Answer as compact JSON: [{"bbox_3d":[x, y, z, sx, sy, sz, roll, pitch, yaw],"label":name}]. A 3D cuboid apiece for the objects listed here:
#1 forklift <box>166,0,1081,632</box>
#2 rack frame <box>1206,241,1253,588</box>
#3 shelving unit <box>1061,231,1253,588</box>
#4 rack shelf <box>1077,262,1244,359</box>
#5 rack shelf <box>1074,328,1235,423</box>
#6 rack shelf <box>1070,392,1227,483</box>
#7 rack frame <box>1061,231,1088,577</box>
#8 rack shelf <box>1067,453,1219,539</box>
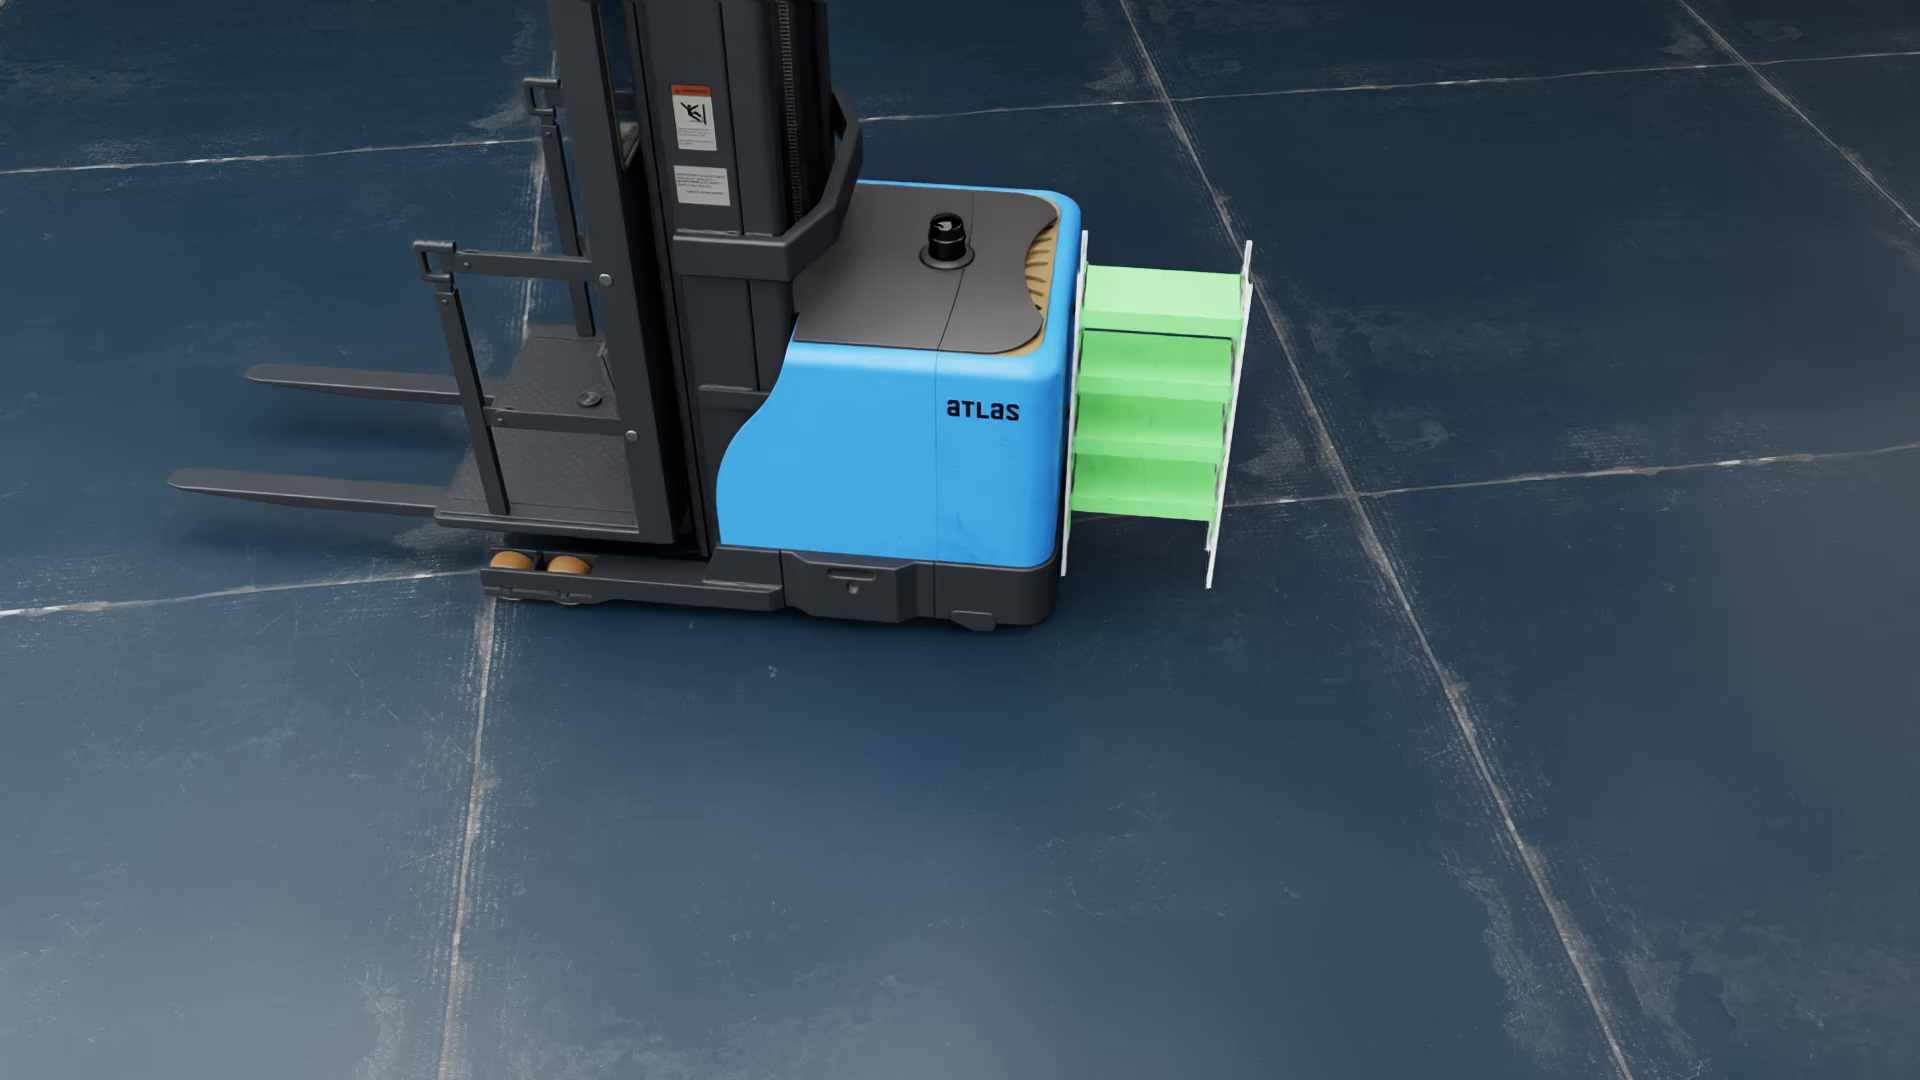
[{"bbox_3d":[-1.148,-1.220,4.914,3.031,2.935,1.130,4,42,5],"label":"forklift"},{"bbox_3d":[0.846,-0.364,5.258,0.015,1.200,0.240,4,42,5],"label":"rack frame"},{"bbox_3d":[0.604,-0.383,5.279,0.503,1.200,0.258,4,42,5],"label":"shelving unit"},{"bbox_3d":[0.604,-0.692,5.000,0.480,0.148,0.258,4,42,5],"label":"rack shelf"},{"bbox_3d":[0.604,-0.514,5.161,0.480,0.148,0.258,4,42,5],"label":"rack shelf"},{"bbox_3d":[0.604,-0.336,5.322,0.480,0.148,0.258,4,42,5],"label":"rack shelf"},{"bbox_3d":[0.362,-0.402,5.300,0.015,1.200,0.240,4,42,5],"label":"rack frame"},{"bbox_3d":[0.604,-0.158,5.483,0.480,0.148,0.258,4,42,5],"label":"rack shelf"}]
